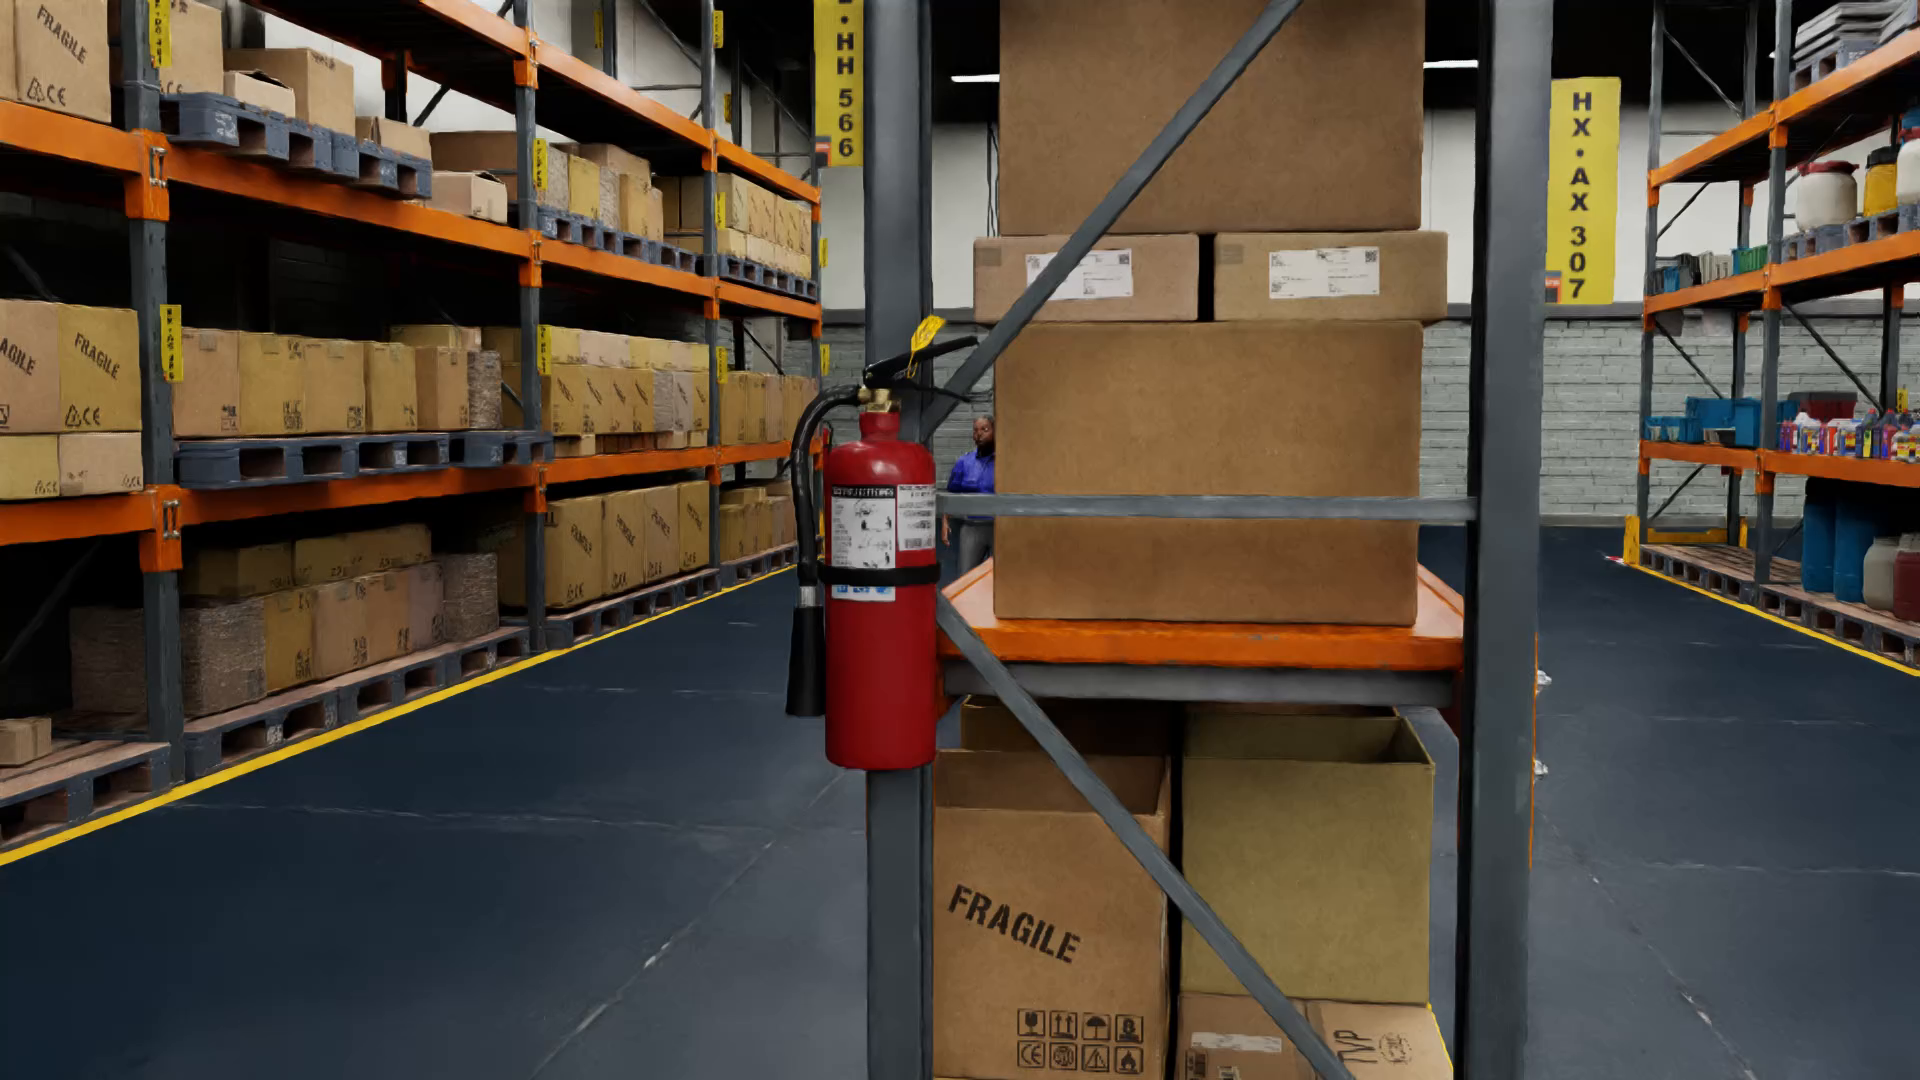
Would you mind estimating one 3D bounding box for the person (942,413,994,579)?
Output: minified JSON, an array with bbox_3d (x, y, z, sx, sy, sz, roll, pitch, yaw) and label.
[{"bbox_3d":[0.189,0.013,10.544,0.624,1.626,0.474,0,5,2],"label":"person"}]
